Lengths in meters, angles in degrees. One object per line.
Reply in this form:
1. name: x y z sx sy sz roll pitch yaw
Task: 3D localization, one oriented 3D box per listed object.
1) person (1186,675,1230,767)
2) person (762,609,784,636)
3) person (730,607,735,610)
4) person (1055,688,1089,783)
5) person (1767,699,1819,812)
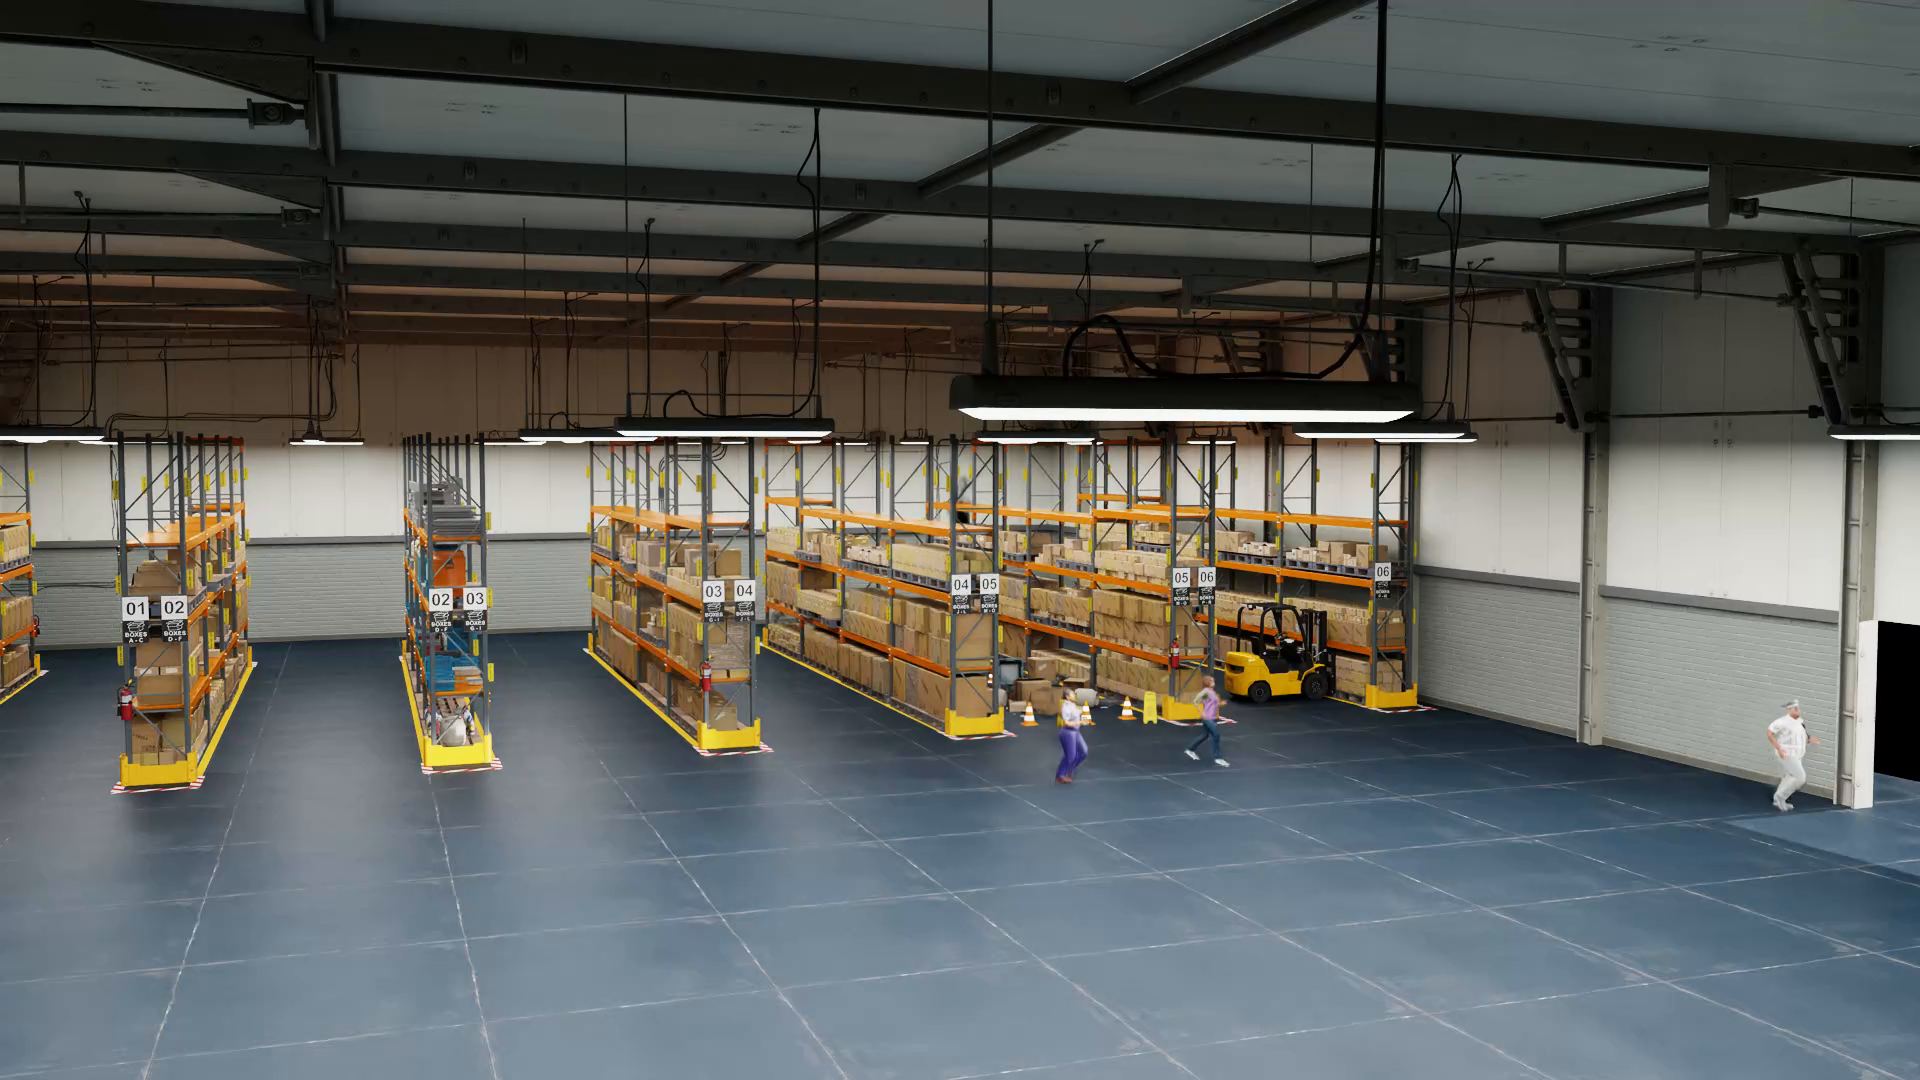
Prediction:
1. person: 4.462 3.241 29.948 0.843 1.611 0.524 1 3 23
2. person: -5.553 2.142 49.733 0.903 1.611 0.621 1 3 16
3. person: -6.160 2.304 46.152 0.701 1.755 0.869 -2 4 -26
4. person: 1.925 3.346 28.343 0.603 1.625 0.588 1 3 17
5. person: 13.151 3.399 26.194 0.646 1.794 0.666 -2 4 -37
